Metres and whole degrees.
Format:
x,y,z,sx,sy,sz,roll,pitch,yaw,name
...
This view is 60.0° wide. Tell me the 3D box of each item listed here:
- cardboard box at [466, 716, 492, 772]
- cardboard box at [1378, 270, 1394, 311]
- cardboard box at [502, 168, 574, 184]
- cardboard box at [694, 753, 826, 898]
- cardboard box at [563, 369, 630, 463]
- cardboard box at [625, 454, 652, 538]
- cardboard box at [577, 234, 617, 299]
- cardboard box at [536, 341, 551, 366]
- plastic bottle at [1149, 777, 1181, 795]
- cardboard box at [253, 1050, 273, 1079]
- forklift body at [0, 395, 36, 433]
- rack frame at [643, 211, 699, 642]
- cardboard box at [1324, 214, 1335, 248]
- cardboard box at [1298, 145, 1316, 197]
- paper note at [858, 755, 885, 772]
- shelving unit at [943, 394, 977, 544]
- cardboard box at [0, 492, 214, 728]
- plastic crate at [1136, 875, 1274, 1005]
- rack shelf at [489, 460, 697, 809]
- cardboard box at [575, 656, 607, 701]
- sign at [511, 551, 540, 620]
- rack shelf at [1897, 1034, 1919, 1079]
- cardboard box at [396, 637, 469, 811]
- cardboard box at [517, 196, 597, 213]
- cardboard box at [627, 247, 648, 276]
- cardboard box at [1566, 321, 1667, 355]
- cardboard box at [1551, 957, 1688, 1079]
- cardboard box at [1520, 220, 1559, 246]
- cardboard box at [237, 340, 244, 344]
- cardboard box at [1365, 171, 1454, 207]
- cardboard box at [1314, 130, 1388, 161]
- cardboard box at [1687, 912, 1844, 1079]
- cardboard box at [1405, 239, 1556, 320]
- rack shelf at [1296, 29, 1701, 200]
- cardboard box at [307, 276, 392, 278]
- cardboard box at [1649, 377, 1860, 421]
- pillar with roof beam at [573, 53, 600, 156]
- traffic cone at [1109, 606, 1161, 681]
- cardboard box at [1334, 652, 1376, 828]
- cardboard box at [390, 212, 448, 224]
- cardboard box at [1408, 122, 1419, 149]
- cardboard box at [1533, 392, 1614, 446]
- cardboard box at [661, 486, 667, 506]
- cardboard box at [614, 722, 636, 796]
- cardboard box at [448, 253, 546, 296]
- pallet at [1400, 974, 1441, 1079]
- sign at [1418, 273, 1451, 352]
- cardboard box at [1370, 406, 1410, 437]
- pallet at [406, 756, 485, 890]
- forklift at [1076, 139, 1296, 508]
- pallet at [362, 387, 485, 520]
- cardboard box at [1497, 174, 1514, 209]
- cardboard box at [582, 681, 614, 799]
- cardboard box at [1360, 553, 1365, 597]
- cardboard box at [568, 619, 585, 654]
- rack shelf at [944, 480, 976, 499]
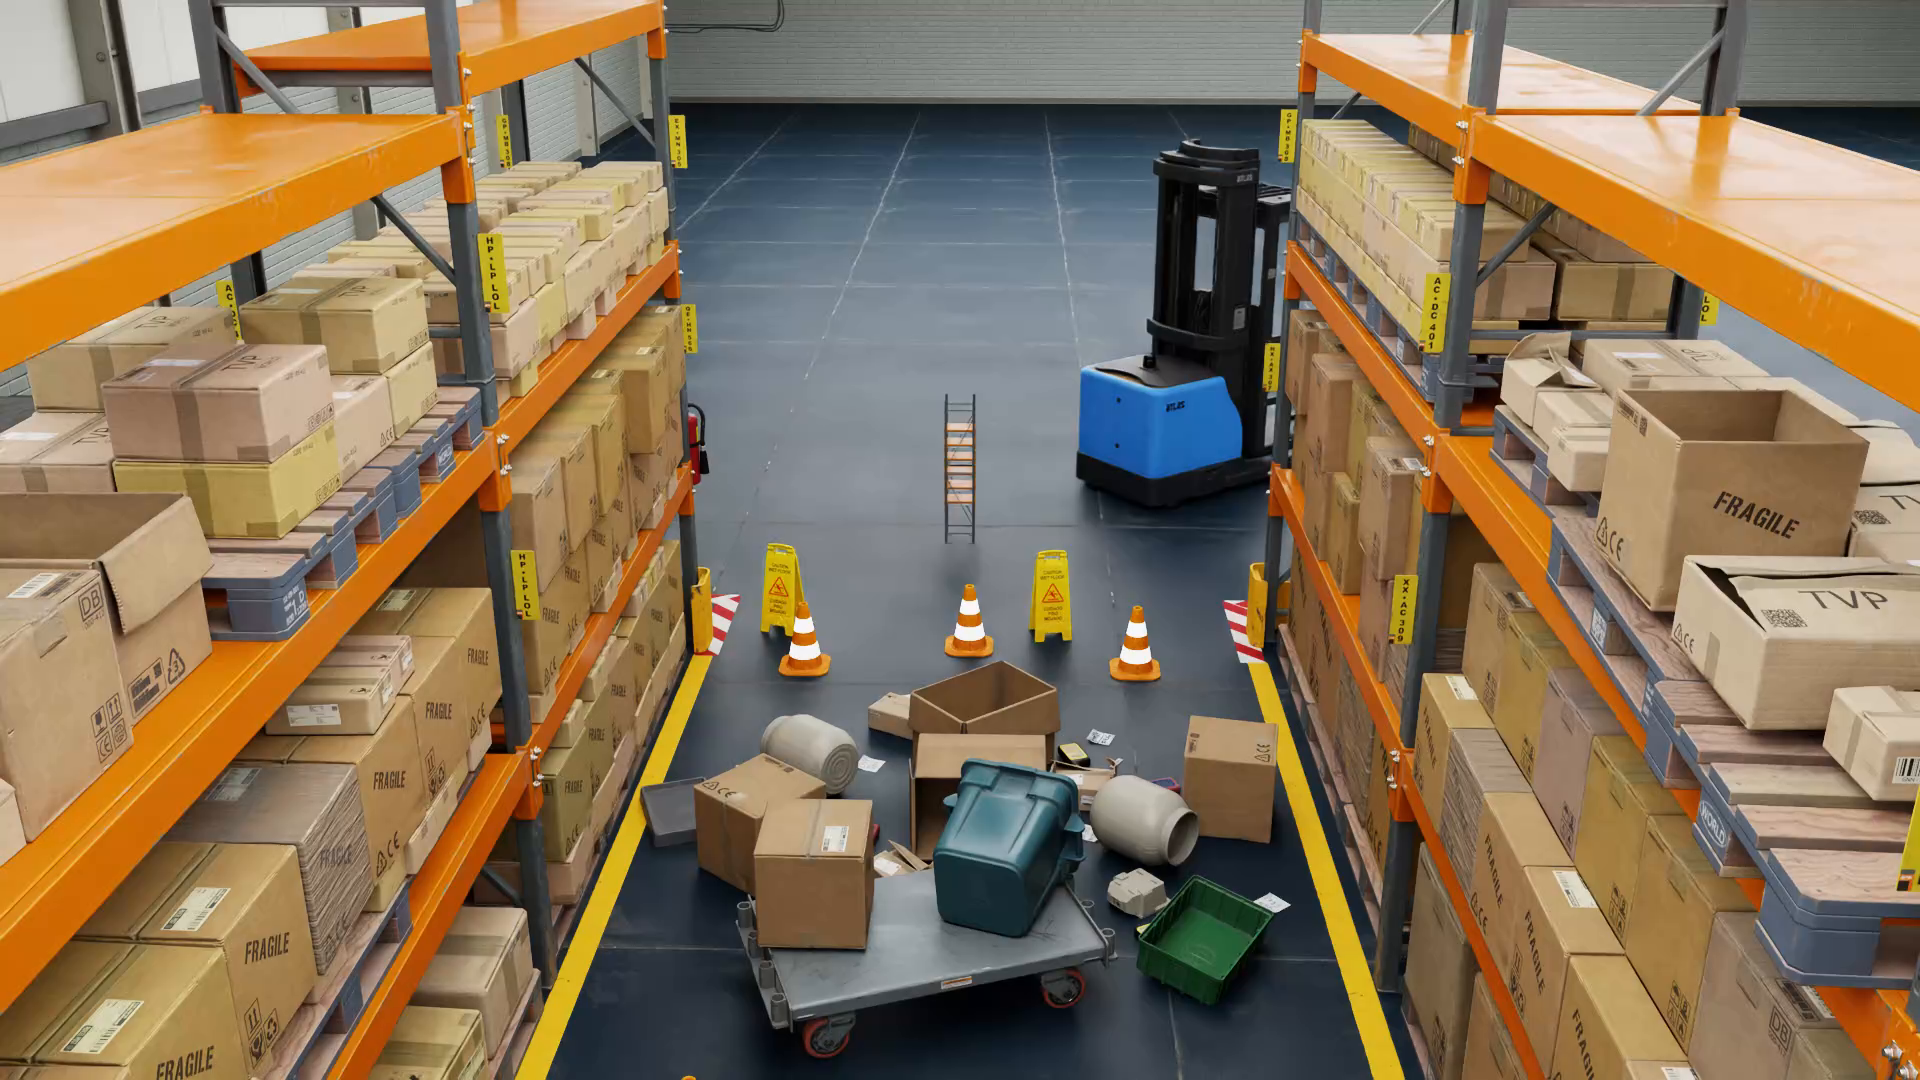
x,y,z,sx,sy,sz,roll,pitch,yaw,name
-2.193,0.845,6.972,0.380,0.149,0.250,1,21,2,cardboard box
2.211,-1.184,7.915,0.380,0.149,0.250,1,21,2,cardboard box
-2.538,-2.148,10.015,0.380,0.149,0.250,1,21,1,cardboard box
-1.061,1.526,8.902,0.500,0.500,0.500,18,27,38,cardboard box
-2.219,-0.629,9.072,0.700,0.500,0.500,1,21,1,cardboard box
-2.111,-0.336,9.699,0.500,0.500,0.500,1,21,1,cardboard box
-2.119,-1.439,8.741,0.500,0.250,0.500,1,21,2,cardboard box
-2.191,-0.932,7.985,0.380,0.149,0.250,1,21,3,cardboard box
1.130,1.455,9.694,0.283,0.061,0.133,-7,22,-17,plastic bottle
-2.324,1.599,5.028,0.380,0.149,0.250,2,21,5,cardboard box
-5.527,0.336,9.689,2.313,2.155,1.214,1,21,2,forklift body
-2.332,-0.712,11.217,1.000,3.000,0.127,1,21,2,rack frame
2.258,-1.732,9.329,0.380,0.149,0.250,1,21,2,cardboard box
2.348,-2.232,10.065,0.500,0.250,0.500,1,21,2,cardboard box
-0.547,1.347,10.032,0.148,0.019,0.142,8,23,20,paper note
0.000,-0.565,13.325,0.258,1.200,0.189,1,21,2,shelving unit
-2.557,0.182,4.624,0.797,0.503,0.637,1,21,2,cardboard box
1.193,1.959,8.141,0.450,0.188,0.662,23,29,25,plastic crate
-2.393,0.346,9.484,1.077,0.370,4.000,1,21,2,rack shelf
-2.088,0.728,8.794,0.380,0.149,0.250,1,21,4,cardboard box
-1.899,0.199,7.268,0.100,0.325,0.005,1,21,2,sign
2.315,1.858,1.440,1.077,0.370,4.000,1,21,2,rack shelf
-2.252,0.702,6.443,0.500,0.500,0.500,1,21,2,cardboard box
-2.191,-1.780,9.069,0.380,0.149,0.250,0,21,0,cardboard box
-2.080,-1.675,9.900,0.380,0.149,0.250,1,21,3,cardboard box
2.848,-0.899,7.182,0.380,0.149,0.250,0,21,1,cardboard box
2.153,1.625,5.056,0.500,0.500,0.500,0,21,1,cardboard box
2.806,-1.314,7.698,0.500,0.250,0.500,0,21,1,cardboard box
-2.872,-0.583,6.365,0.500,0.250,0.500,0,21,0,cardboard box
2.229,-1.735,8.234,0.380,0.149,0.250,0,21,1,cardboard box
2.275,-2.289,9.662,0.380,0.149,0.250,0,21,1,cardboard box
2.413,1.341,4.407,0.700,0.500,0.500,0,21,1,cardboard box
2.256,-1.138,7.246,0.500,0.250,0.500,0,21,1,cardboard box
2.558,-2.246,8.425,1.077,0.370,4.000,1,21,2,rack shelf
-2.662,-1.036,7.150,0.380,0.149,0.250,1,21,3,cardboard box
2.680,-0.370,5.677,0.500,0.250,0.500,0,21,1,cardboard box
-3.182,-11.951,31.889,9.100,9.000,0.400,1,21,2,pillar with roof beam
1.184,0.665,11.176,0.336,0.463,0.334,1,21,2,traffic cone
2.610,0.994,9.176,0.875,0.875,0.875,1,21,2,cardboard box
-2.710,-1.597,8.598,0.380,0.149,0.250,1,21,2,cardboard box
2.948,-2.464,10.112,0.380,0.149,0.250,1,21,2,cardboard box
2.218,-0.399,5.893,0.250,0.149,0.380,1,21,2,cardboard box
-2.055,-0.272,10.431,0.380,0.149,0.250,0,21,1,cardboard box
-2.147,1.225,9.446,0.500,0.250,0.500,0,21,1,cardboard box
-2.122,-1.219,7.622,0.380,0.149,0.250,0,21,0,cardboard box
2.549,2.332,7.227,1.003,0.211,1.213,1,21,2,pallet
1.943,-0.930,6.808,0.100,0.325,0.005,1,21,2,sign
2.597,-0.348,8.579,0.875,0.550,0.550,1,21,2,cardboard box
-2.622,1.098,6.817,1.003,0.211,1.213,1,21,2,pallet
2.516,-2.050,14.762,3.031,2.935,1.130,-15,26,-34,forklift
-2.579,-0.355,6.409,1.213,0.211,1.003,1,21,2,pallet
2.886,-1.731,8.224,0.380,0.149,0.250,1,21,2,cardboard box
-2.161,1.067,8.817,0.500,0.500,0.500,1,21,4,cardboard box
2.625,0.156,8.774,0.875,0.550,0.550,1,21,2,cardboard box
-2.147,0.464,8.535,0.380,0.149,0.250,1,21,3,cardboard box
0.000,-0.411,13.385,0.258,0.103,0.180,1,21,2,rack shelf
